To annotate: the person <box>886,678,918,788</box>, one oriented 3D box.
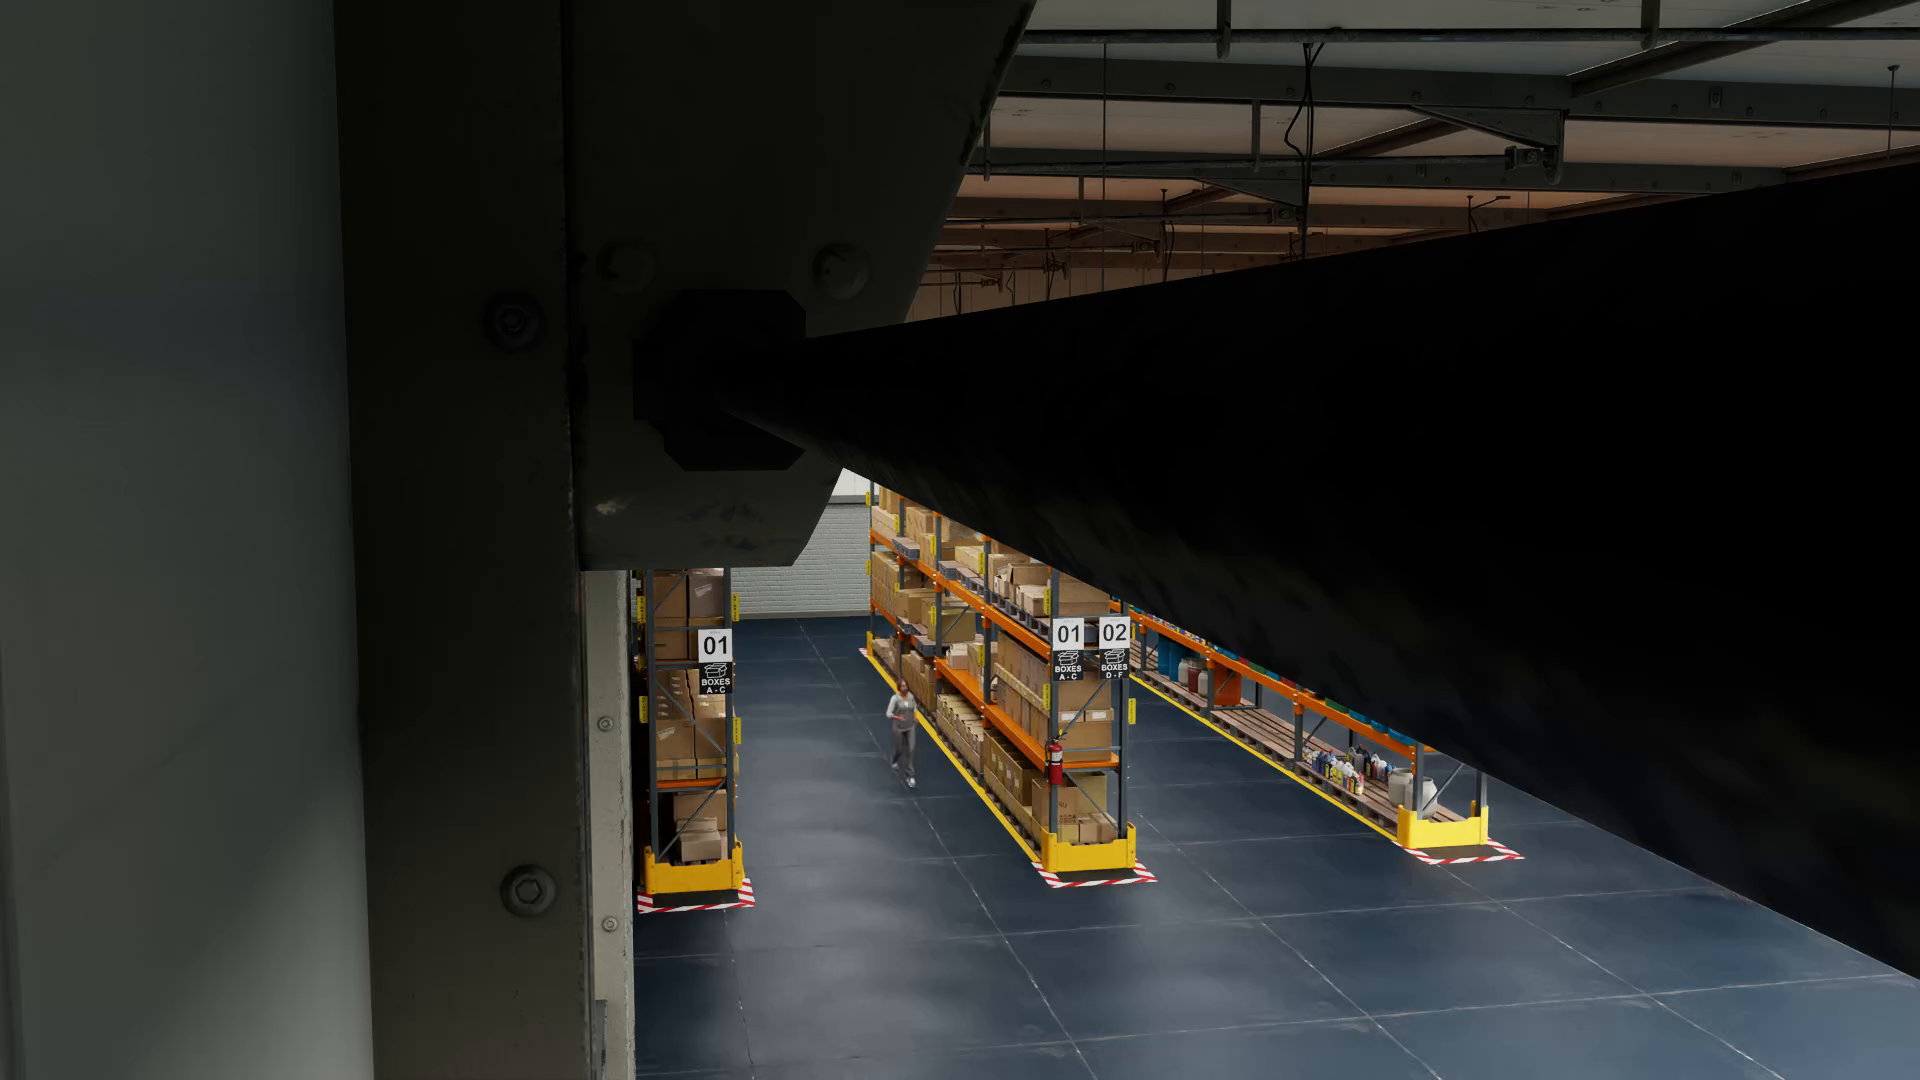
[{"bbox_3d":[-0.866,2.891,25.260,0.538,1.604,0.877,-2,6,-20],"label":"person"}]
